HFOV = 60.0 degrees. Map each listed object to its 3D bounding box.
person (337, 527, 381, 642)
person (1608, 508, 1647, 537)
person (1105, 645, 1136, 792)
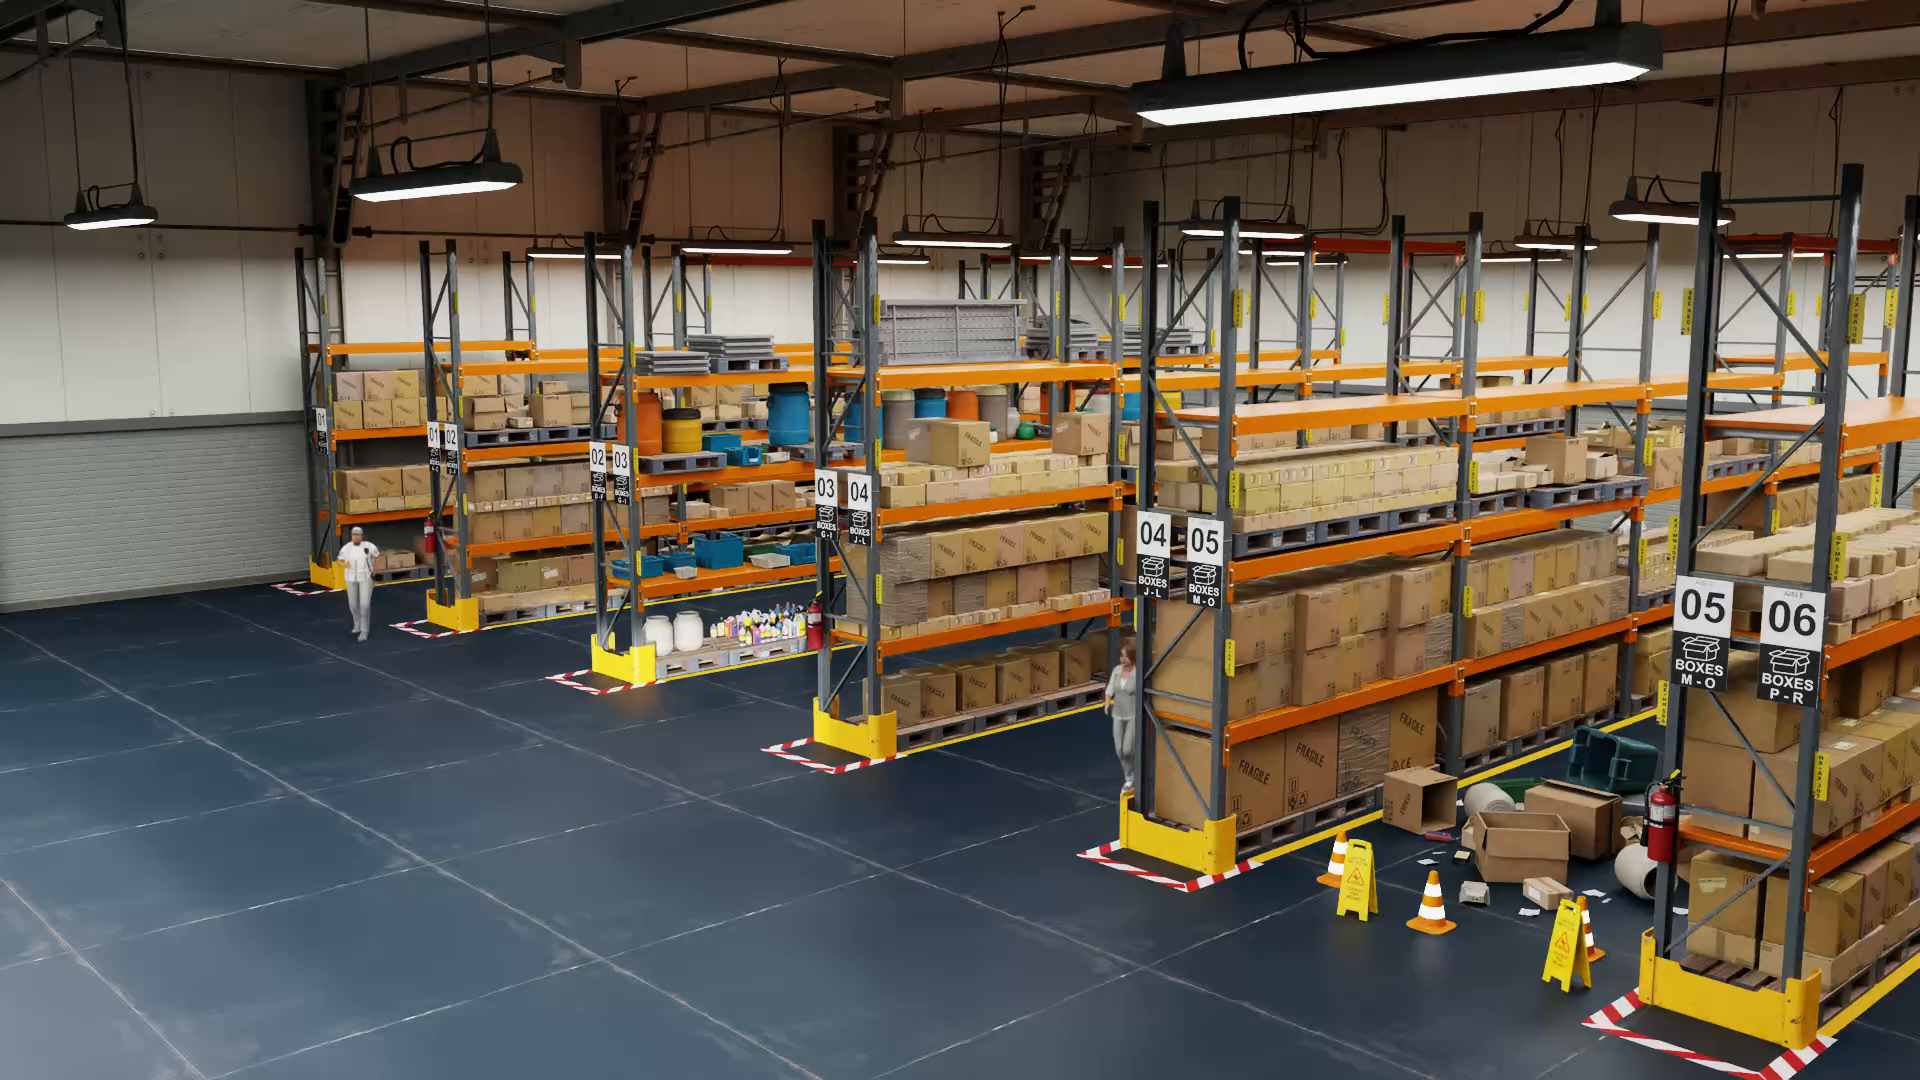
[{"bbox_3d":[-9.133,0.650,25.254,0.605,1.719,0.774,-1,8,-5],"label":"person"},{"bbox_3d":[11.439,0.167,28.400,0.621,1.649,0.906,1,8,10],"label":"person"},{"bbox_3d":[1.741,1.866,17.356,0.543,1.567,0.530,6,10,35],"label":"person"}]
